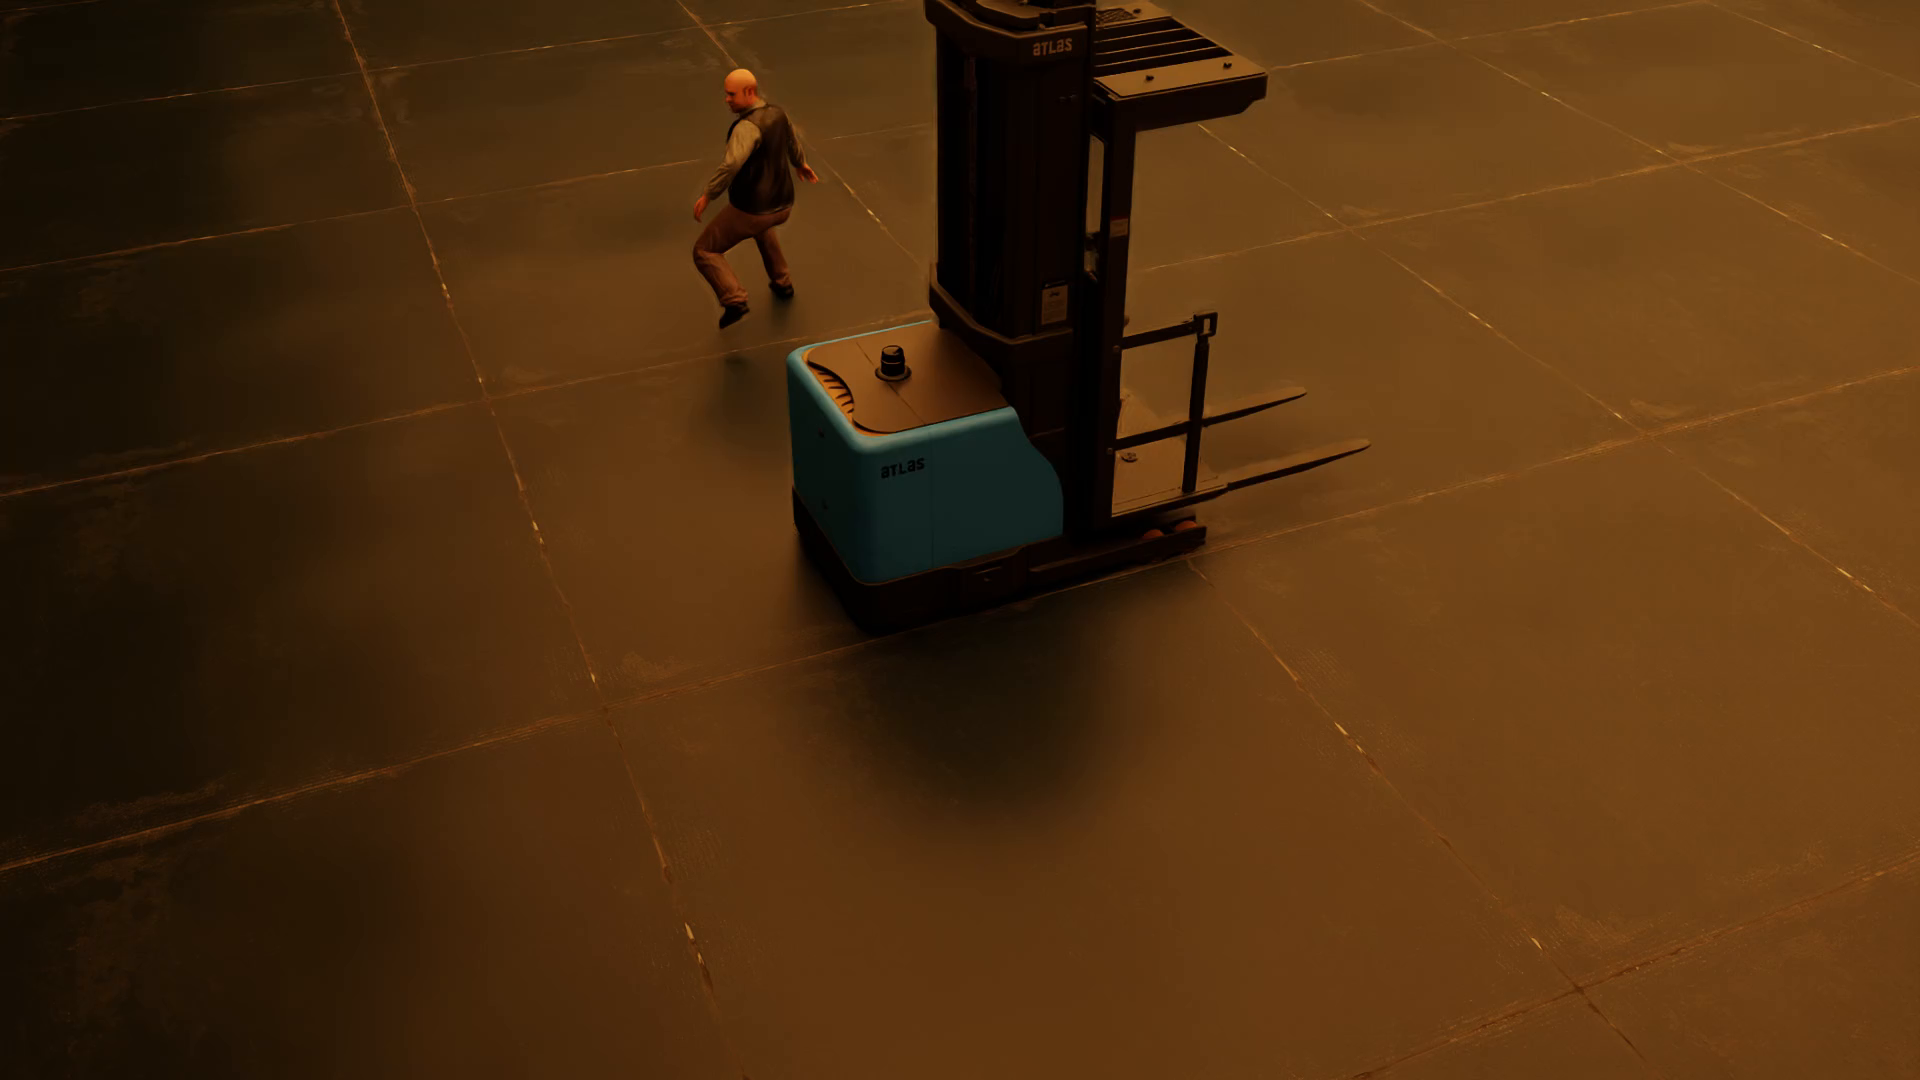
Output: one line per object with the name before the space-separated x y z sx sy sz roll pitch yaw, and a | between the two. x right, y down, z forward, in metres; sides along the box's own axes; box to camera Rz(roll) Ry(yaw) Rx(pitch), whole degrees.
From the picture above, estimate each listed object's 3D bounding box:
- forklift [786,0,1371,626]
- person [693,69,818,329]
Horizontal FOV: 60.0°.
forklift | 0.705 -1.345 7.991 3.031 2.935 1.130 -15 38 -20
person | -1.262 -2.132 10.315 0.502 1.606 1.099 20 40 26
